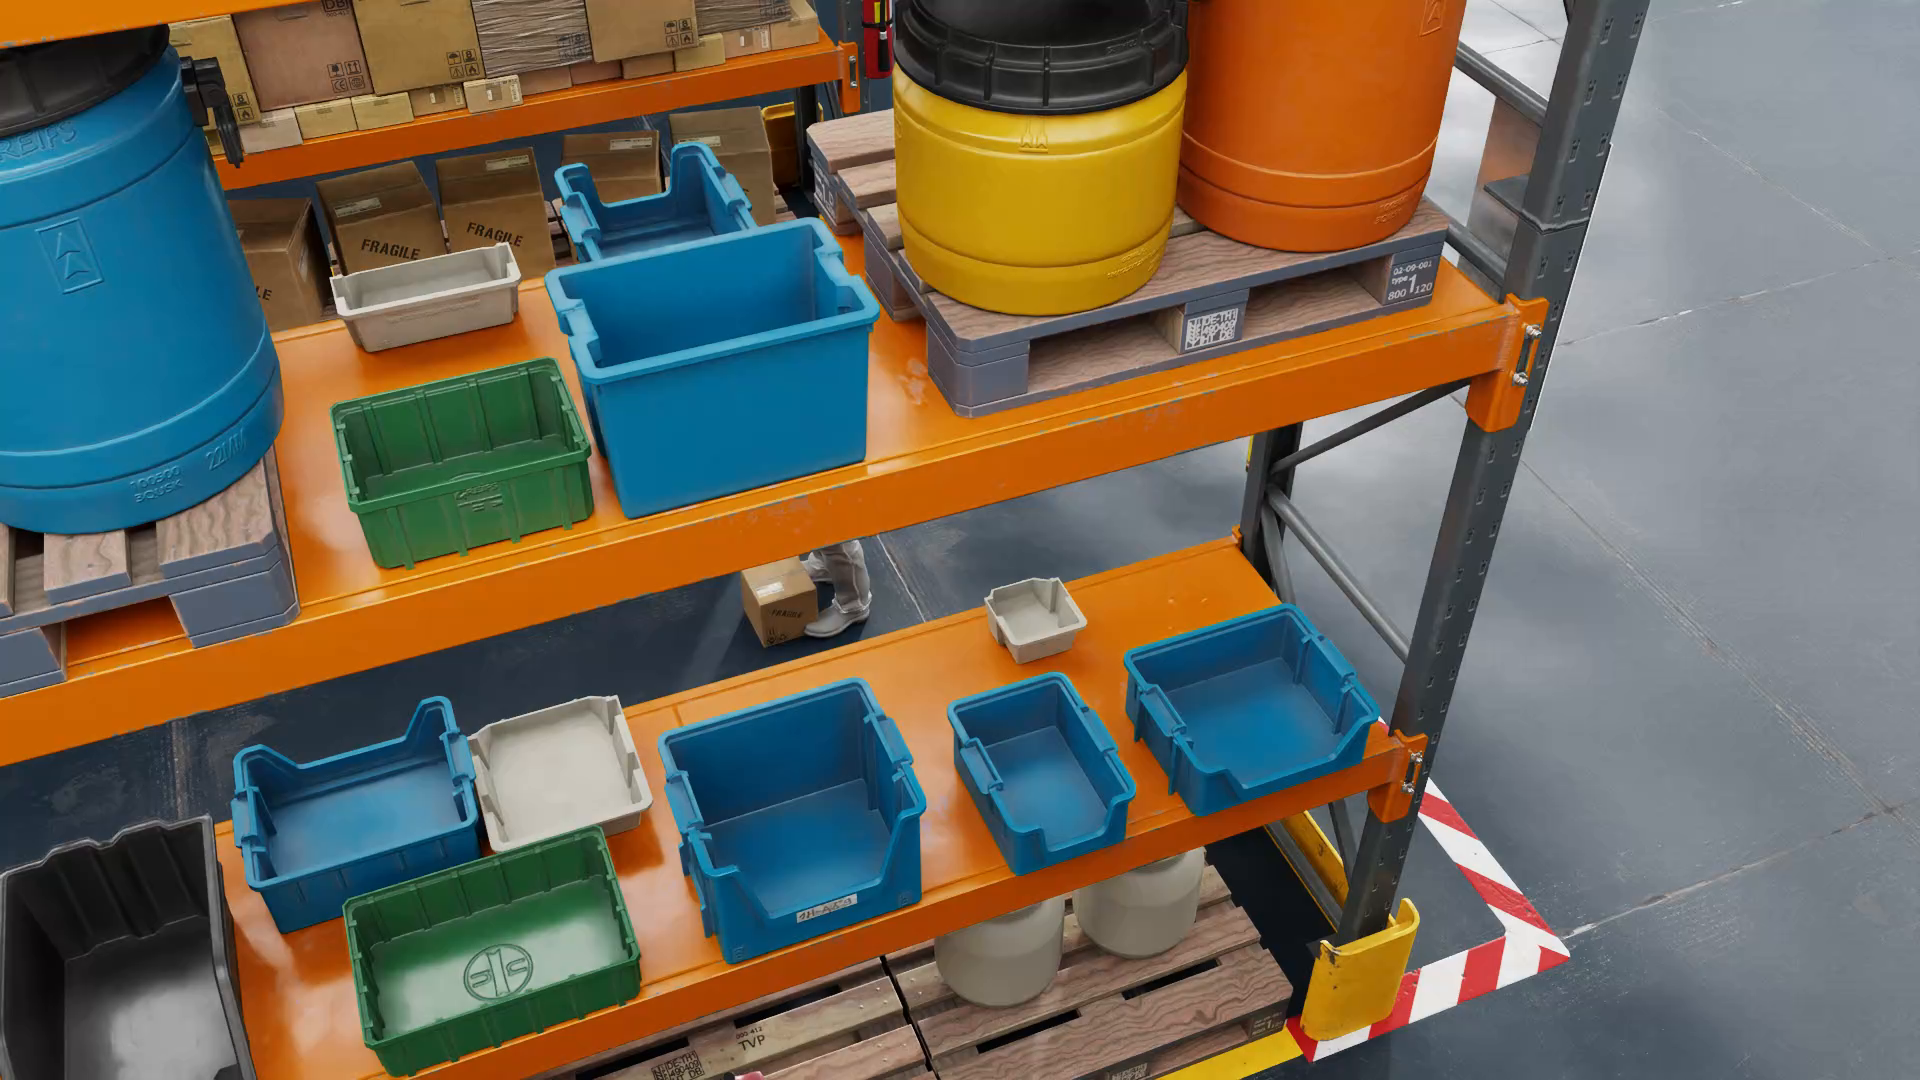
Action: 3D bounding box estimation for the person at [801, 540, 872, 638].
[{"bbox_3d":[-0.550,-0.372,6.566,0.454,1.761,0.636,-17,44,-19],"label":"person"}]
